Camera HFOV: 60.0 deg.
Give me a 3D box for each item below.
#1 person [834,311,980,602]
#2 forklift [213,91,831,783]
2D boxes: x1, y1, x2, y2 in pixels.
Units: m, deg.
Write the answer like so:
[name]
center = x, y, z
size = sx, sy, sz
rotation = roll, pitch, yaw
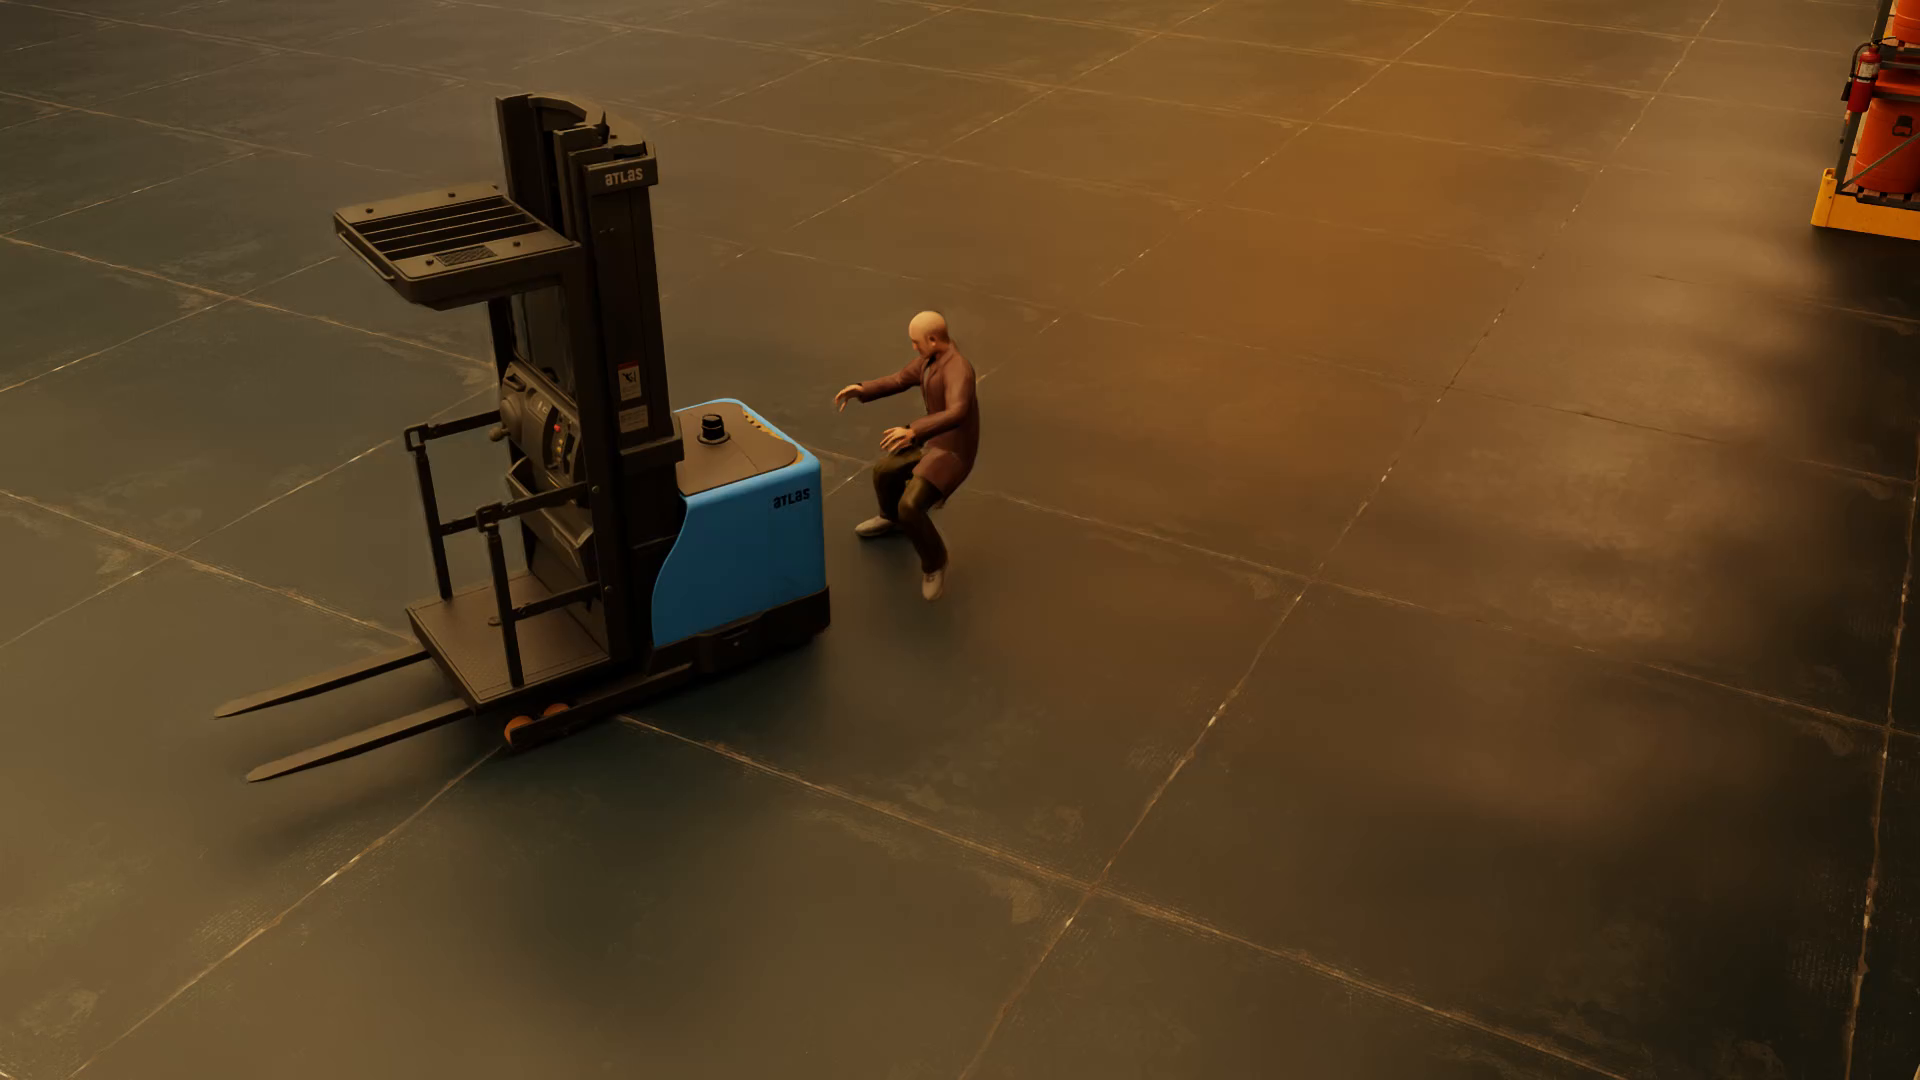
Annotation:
[person]
center = -0.279, -0.519, 9.354
size = 0.780, 1.544, 1.031
rotation = -7, 31, -12
[forklift]
center = -2.209, -0.533, 7.995
size = 3.031, 2.935, 1.130
rotation = -19, 35, -30
